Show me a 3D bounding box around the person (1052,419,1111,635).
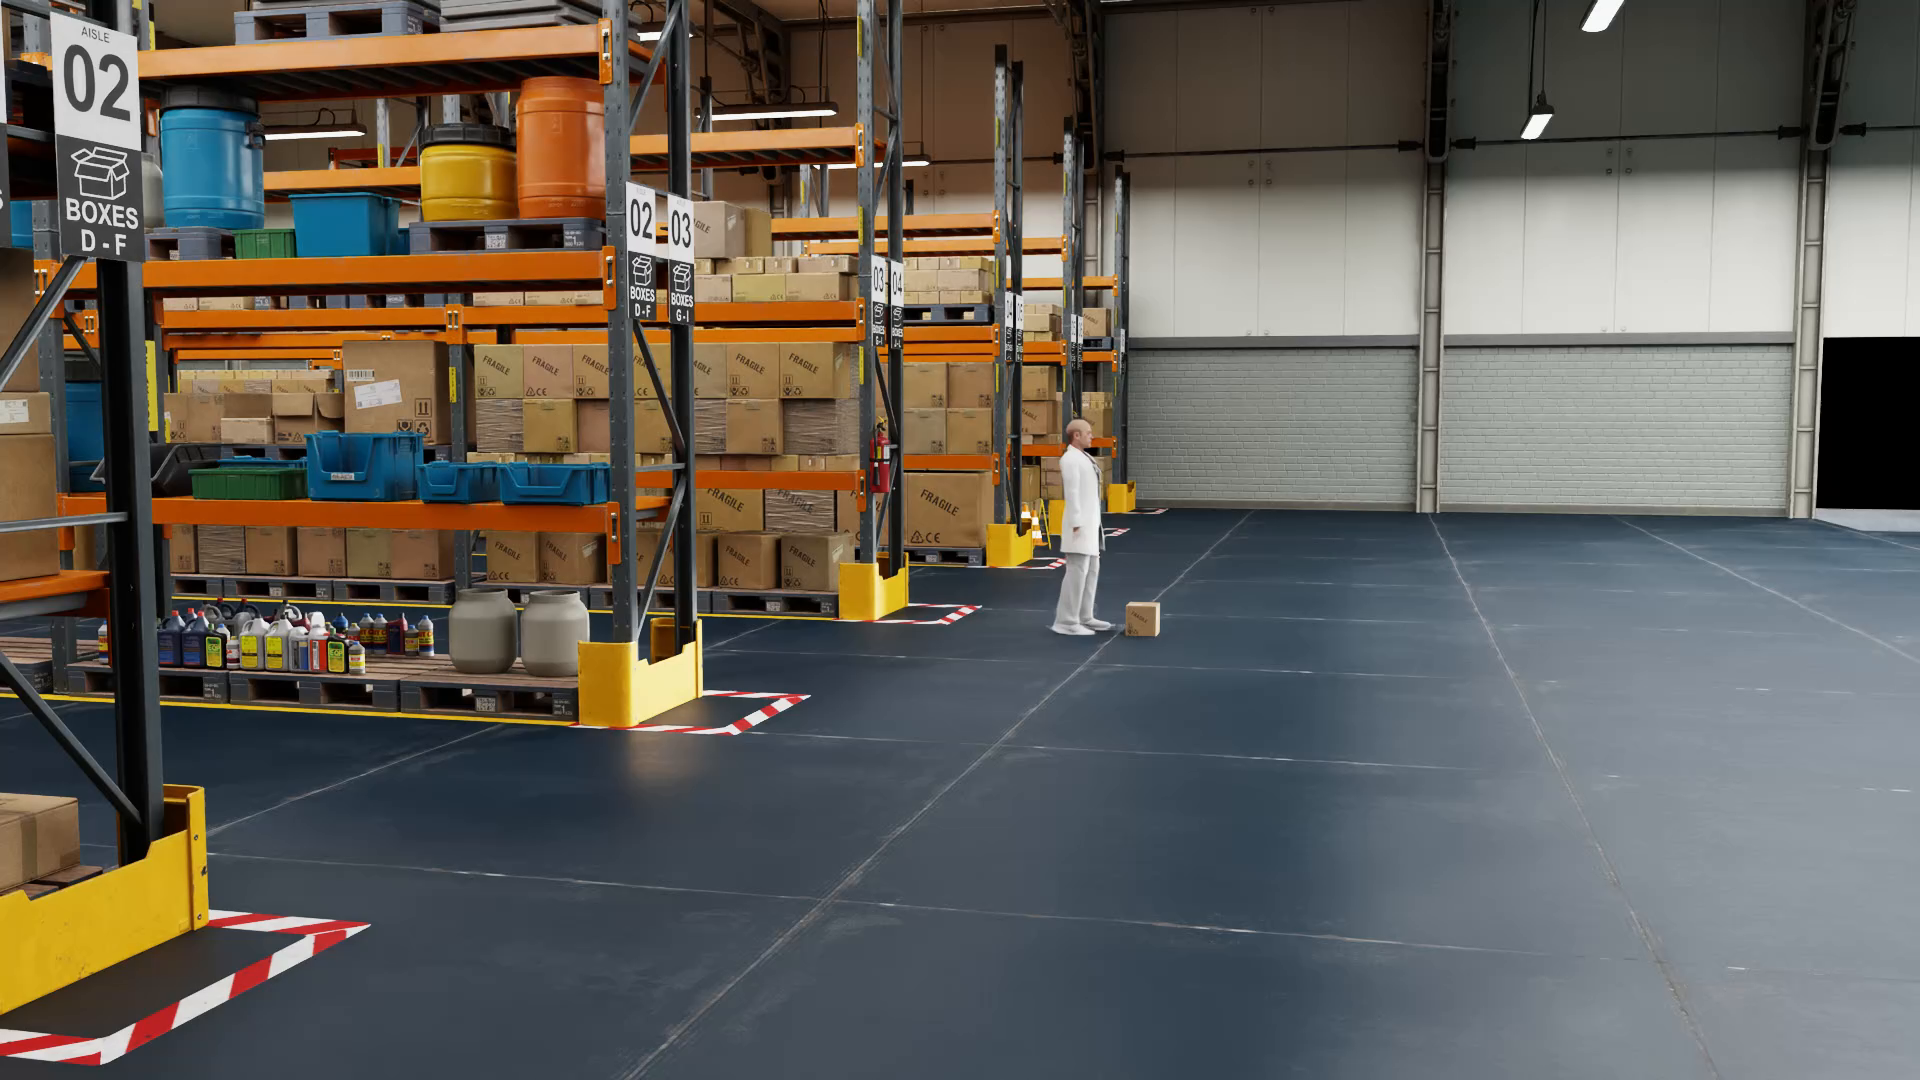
[{"bbox_3d":[1.026,-0.099,13.872,0.442,1.810,0.566,1,5,15],"label":"person"}]
